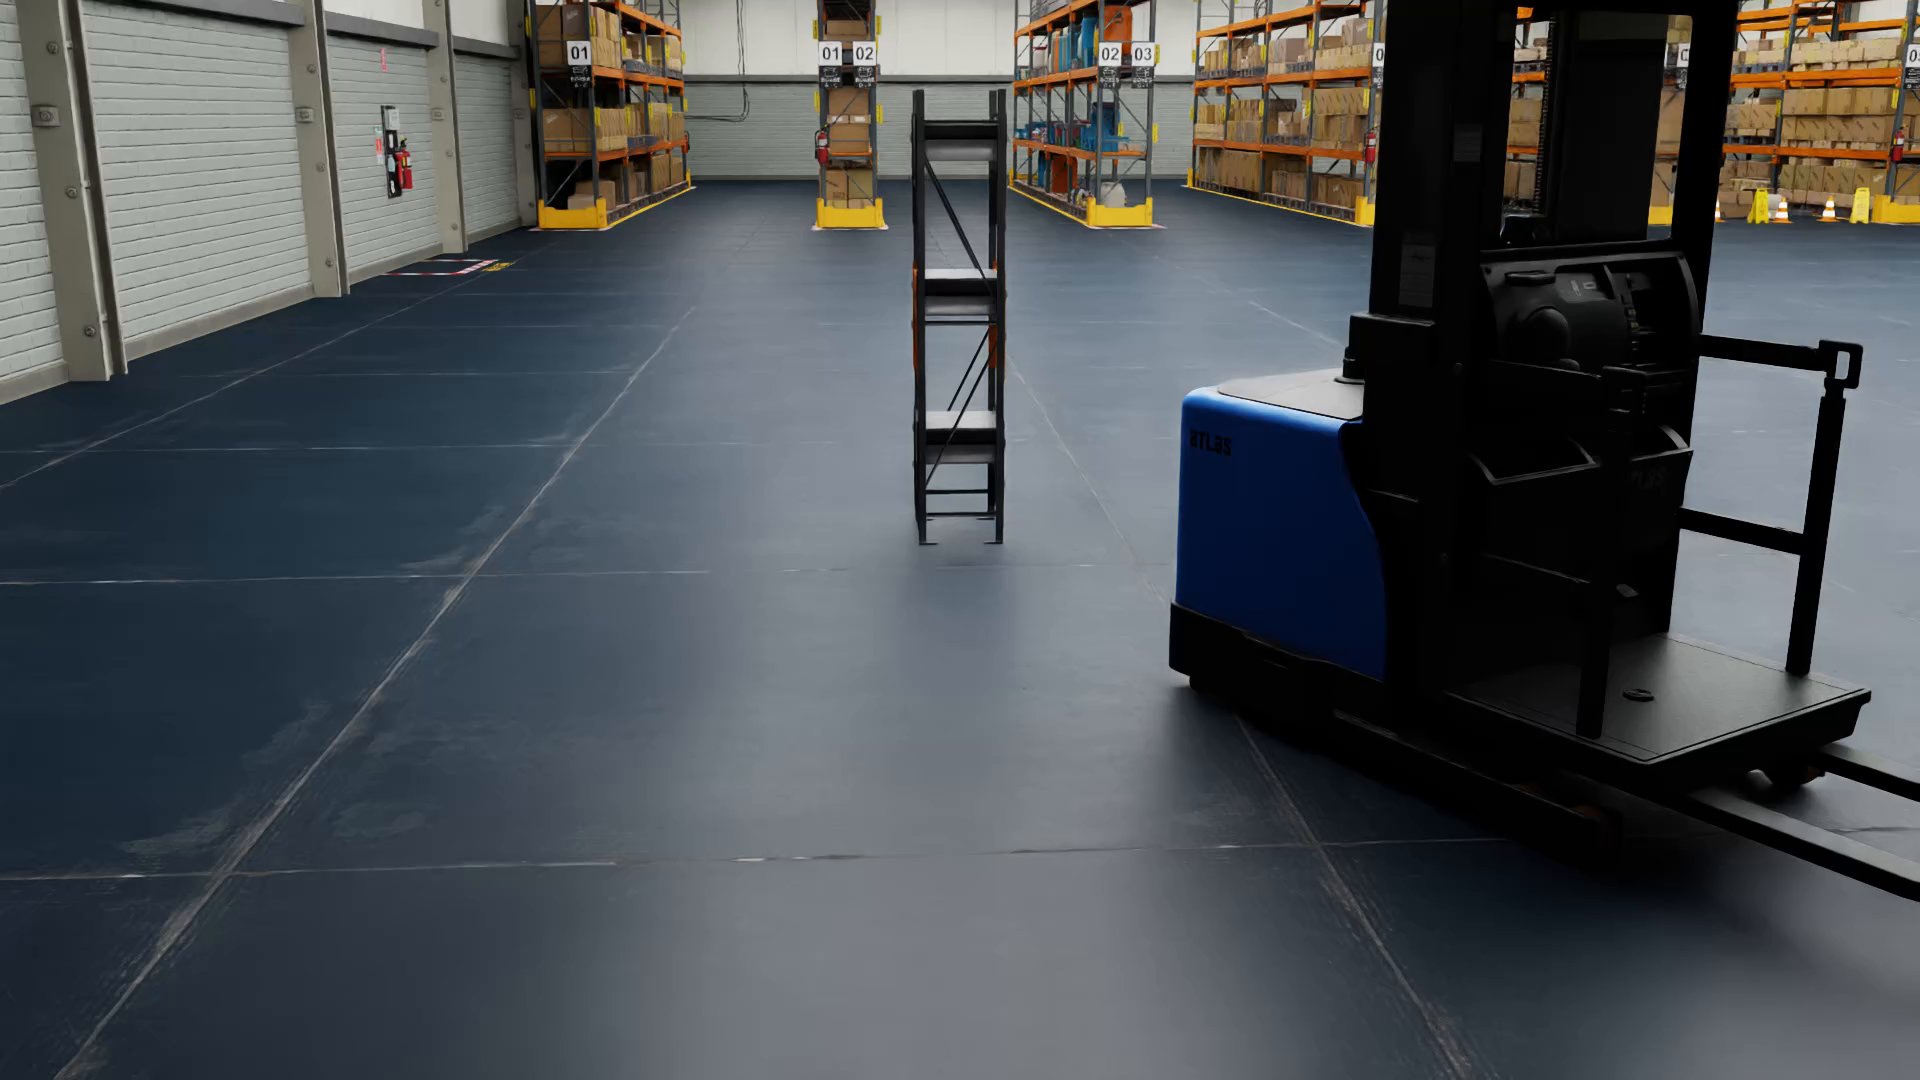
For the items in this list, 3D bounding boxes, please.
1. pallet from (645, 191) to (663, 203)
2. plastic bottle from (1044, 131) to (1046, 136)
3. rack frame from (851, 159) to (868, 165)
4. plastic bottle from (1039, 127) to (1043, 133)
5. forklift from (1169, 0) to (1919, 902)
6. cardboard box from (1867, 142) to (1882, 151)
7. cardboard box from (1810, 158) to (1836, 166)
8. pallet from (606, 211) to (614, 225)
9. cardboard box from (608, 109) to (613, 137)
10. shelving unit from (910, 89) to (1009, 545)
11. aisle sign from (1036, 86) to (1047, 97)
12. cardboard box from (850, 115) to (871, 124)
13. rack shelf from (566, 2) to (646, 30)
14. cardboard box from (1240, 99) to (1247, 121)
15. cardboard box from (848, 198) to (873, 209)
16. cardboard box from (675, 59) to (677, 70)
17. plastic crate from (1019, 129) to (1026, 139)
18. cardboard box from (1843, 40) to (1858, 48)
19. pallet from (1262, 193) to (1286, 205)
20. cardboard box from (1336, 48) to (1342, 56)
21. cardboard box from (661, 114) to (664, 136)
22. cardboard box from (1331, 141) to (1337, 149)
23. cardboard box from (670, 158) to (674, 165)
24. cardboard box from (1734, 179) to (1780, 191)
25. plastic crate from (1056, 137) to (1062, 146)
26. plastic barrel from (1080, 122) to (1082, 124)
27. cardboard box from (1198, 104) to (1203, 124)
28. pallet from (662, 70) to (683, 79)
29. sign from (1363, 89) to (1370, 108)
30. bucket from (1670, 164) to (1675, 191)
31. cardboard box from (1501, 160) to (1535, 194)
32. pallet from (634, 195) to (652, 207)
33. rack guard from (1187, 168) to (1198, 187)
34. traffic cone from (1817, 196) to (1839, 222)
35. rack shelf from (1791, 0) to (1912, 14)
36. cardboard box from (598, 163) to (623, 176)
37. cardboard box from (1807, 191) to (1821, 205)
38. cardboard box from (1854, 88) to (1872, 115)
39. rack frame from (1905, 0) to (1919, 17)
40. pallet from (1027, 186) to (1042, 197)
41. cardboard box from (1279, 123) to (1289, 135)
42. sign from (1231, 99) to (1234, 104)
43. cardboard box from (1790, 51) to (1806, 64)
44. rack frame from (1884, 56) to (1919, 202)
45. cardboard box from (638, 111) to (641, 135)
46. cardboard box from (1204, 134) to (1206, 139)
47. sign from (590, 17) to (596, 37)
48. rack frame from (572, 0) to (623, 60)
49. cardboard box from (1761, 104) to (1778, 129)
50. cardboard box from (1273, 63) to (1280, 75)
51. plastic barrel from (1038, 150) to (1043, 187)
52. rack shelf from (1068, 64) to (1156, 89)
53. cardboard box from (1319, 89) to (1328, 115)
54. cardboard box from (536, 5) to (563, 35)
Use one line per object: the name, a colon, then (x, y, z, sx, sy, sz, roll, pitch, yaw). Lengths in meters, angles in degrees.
pallet: (-7.400, -7.874, 38.207, 1.003, 0.211, 1.213, -1, 14, -3)
plastic bottle: (1.995, -9.347, 38.592, 0.097, 0.271, 0.097, 0, 14, 0)
rack frame: (-2.731, -10.100, 41.260, 1.000, 3.000, 0.127, -1, 14, -3)
plastic bottle: (1.952, -9.654, 39.627, 0.144, 0.351, 0.185, -1, 14, -3)
forklift: (1.974, -0.660, 4.710, 1.130, 2.935, 3.031, -9, 17, -32)
cardboard box: (17.428, -7.450, 31.464, 0.380, 0.149, 0.250, -1, 14, -4)
cardboard box: (17.312, -7.586, 33.361, 0.380, 0.149, 0.250, 0, 14, 0)
pallet: (-6.951, -5.909, 30.568, 1.003, 0.211, 1.213, -1, 14, -3)
cardboard box: (-6.707, -7.713, 30.740, 0.500, 0.500, 0.500, -1, 14, -5)
shelving unit: (-0.010, -1.058, 7.925, 0.431, 2.100, 0.503, -1, 14, -3)
aisle sign: (2.254, -12.451, 45.183, 0.394, 0.787, 0.004, -1, 14, -3)
cardboard box: (-1.796, -7.579, 29.960, 0.380, 0.149, 0.250, -1, 14, -4)
rack shelf: (-7.303, -10.893, 34.551, 1.077, 0.370, 4.000, -1, 14, -3)
cardboard box: (7.236, -10.456, 40.432, 0.797, 0.503, 0.637, -1, 14, -3)
cardboard box: (-1.798, -6.124, 30.483, 0.500, 0.250, 0.500, -1, 14, -3)
cardboard box: (-7.542, -12.212, 42.708, 0.500, 0.250, 0.500, -1, 14, -5)
plastic crate: (1.753, -10.649, 43.612, 0.416, 0.233, 0.300, -1, 14, -3)
cardboard box: (17.347, -9.598, 32.194, 0.380, 0.149, 0.250, -1, 14, -2)
pallet: (7.452, -7.712, 37.576, 1.003, 0.211, 1.213, -1, 14, -3)
cardboard box: (7.483, -9.426, 32.122, 0.380, 0.149, 0.250, -1, 14, -5)
cardboard box: (-7.330, -9.862, 39.497, 0.500, 0.500, 0.500, -1, 14, -3)
cardboard box: (7.472, -7.709, 32.474, 0.380, 0.149, 0.250, -1, 14, -3)
cardboard box: (-7.458, -9.605, 42.208, 0.380, 0.149, 0.250, 0, 14, -2)
cardboard box: (17.461, -7.655, 36.189, 0.950, 0.372, 0.625, 0, 14, 0)
plastic crate: (2.320, -8.512, 35.513, 0.450, 0.188, 0.662, -1, 14, -3)
plastic barrel: (2.764, -8.877, 36.284, 0.421, 0.512, 0.421, 0, 14, 0)
cardboard box: (6.700, -11.433, 44.642, 0.500, 0.500, 0.500, -1, 14, -5)
pallet: (-7.866, -12.242, 43.746, 1.003, 0.211, 1.213, -1, 14, -3)
sign: (7.345, -7.977, 30.054, 0.100, 0.325, 0.005, -1, 14, -3)
bucket: (14.919, -7.466, 34.543, 0.726, 0.611, 0.620, 4, 5, 16)
cardboard box: (12.367, -8.052, 36.973, 1.050, 0.750, 0.750, -1, 14, -3)
pallet: (-7.380, -7.483, 36.685, 1.003, 0.211, 1.213, -1, 14, -3)
rack guard: (6.908, -10.042, 46.052, 1.175, 0.500, 0.348, -1, 14, -3)
traffic cone: (16.477, -6.279, 31.500, 0.336, 0.463, 0.334, -1, 14, -3)
rack shelf: (17.667, -10.473, 32.122, 1.077, 0.370, 4.000, -1, 14, -3)
cardboard box: (-7.272, -7.691, 34.525, 0.500, 0.250, 0.500, -1, 14, -5)
cardboard box: (17.390, -6.871, 33.388, 0.500, 0.250, 0.500, -1, 14, -4)
cardboard box: (17.518, -8.347, 31.642, 0.700, 0.500, 0.500, -1, 14, -3)
rack frame: (22.250, -12.393, 38.133, 1.000, 3.000, 0.127, -1, 14, -3)
pallet: (2.220, -8.632, 41.153, 1.003, 0.211, 1.213, -1, 14, -3)
cardboard box: (7.279, -8.967, 36.317, 0.500, 0.250, 0.500, -1, 14, -5)
sign: (7.452, -11.927, 45.562, 0.100, 0.325, 0.005, -1, 14, -3)
cardboard box: (17.298, -9.825, 33.879, 0.500, 0.250, 0.500, -1, 14, -5)
rack frame: (17.791, -7.420, 30.846, 1.000, 3.000, 0.127, -1, 14, -3)
cardboard box: (-7.388, -9.172, 36.572, 0.700, 0.500, 0.500, -3, 15, -10)
cardboard box: (6.684, -10.712, 44.143, 0.380, 0.149, 0.250, -1, 14, -4)
sign: (-6.389, -8.922, 28.910, 0.100, 0.325, 0.005, -1, 14, -3)
rack frame: (-7.179, -10.938, 32.479, 1.000, 3.000, 0.127, -1, 14, -3)
cardboard box: (17.286, -8.922, 35.043, 0.500, 0.500, 0.500, -1, 14, -4)
cardboard box: (7.211, -10.388, 36.663, 0.500, 0.250, 0.500, -1, 14, -2)
plastic barrel: (2.230, -9.227, 41.236, 0.600, 0.901, 0.708, -1, 14, -3)
rack shelf: (2.833, -8.792, 31.603, 1.077, 0.370, 4.000, -1, 14, -3)
cardboard box: (7.459, -8.699, 33.010, 0.500, 0.500, 0.500, -1, 14, -3)
cardboard box: (-7.219, -9.136, 29.248, 0.500, 0.500, 0.500, 0, 14, -1)
